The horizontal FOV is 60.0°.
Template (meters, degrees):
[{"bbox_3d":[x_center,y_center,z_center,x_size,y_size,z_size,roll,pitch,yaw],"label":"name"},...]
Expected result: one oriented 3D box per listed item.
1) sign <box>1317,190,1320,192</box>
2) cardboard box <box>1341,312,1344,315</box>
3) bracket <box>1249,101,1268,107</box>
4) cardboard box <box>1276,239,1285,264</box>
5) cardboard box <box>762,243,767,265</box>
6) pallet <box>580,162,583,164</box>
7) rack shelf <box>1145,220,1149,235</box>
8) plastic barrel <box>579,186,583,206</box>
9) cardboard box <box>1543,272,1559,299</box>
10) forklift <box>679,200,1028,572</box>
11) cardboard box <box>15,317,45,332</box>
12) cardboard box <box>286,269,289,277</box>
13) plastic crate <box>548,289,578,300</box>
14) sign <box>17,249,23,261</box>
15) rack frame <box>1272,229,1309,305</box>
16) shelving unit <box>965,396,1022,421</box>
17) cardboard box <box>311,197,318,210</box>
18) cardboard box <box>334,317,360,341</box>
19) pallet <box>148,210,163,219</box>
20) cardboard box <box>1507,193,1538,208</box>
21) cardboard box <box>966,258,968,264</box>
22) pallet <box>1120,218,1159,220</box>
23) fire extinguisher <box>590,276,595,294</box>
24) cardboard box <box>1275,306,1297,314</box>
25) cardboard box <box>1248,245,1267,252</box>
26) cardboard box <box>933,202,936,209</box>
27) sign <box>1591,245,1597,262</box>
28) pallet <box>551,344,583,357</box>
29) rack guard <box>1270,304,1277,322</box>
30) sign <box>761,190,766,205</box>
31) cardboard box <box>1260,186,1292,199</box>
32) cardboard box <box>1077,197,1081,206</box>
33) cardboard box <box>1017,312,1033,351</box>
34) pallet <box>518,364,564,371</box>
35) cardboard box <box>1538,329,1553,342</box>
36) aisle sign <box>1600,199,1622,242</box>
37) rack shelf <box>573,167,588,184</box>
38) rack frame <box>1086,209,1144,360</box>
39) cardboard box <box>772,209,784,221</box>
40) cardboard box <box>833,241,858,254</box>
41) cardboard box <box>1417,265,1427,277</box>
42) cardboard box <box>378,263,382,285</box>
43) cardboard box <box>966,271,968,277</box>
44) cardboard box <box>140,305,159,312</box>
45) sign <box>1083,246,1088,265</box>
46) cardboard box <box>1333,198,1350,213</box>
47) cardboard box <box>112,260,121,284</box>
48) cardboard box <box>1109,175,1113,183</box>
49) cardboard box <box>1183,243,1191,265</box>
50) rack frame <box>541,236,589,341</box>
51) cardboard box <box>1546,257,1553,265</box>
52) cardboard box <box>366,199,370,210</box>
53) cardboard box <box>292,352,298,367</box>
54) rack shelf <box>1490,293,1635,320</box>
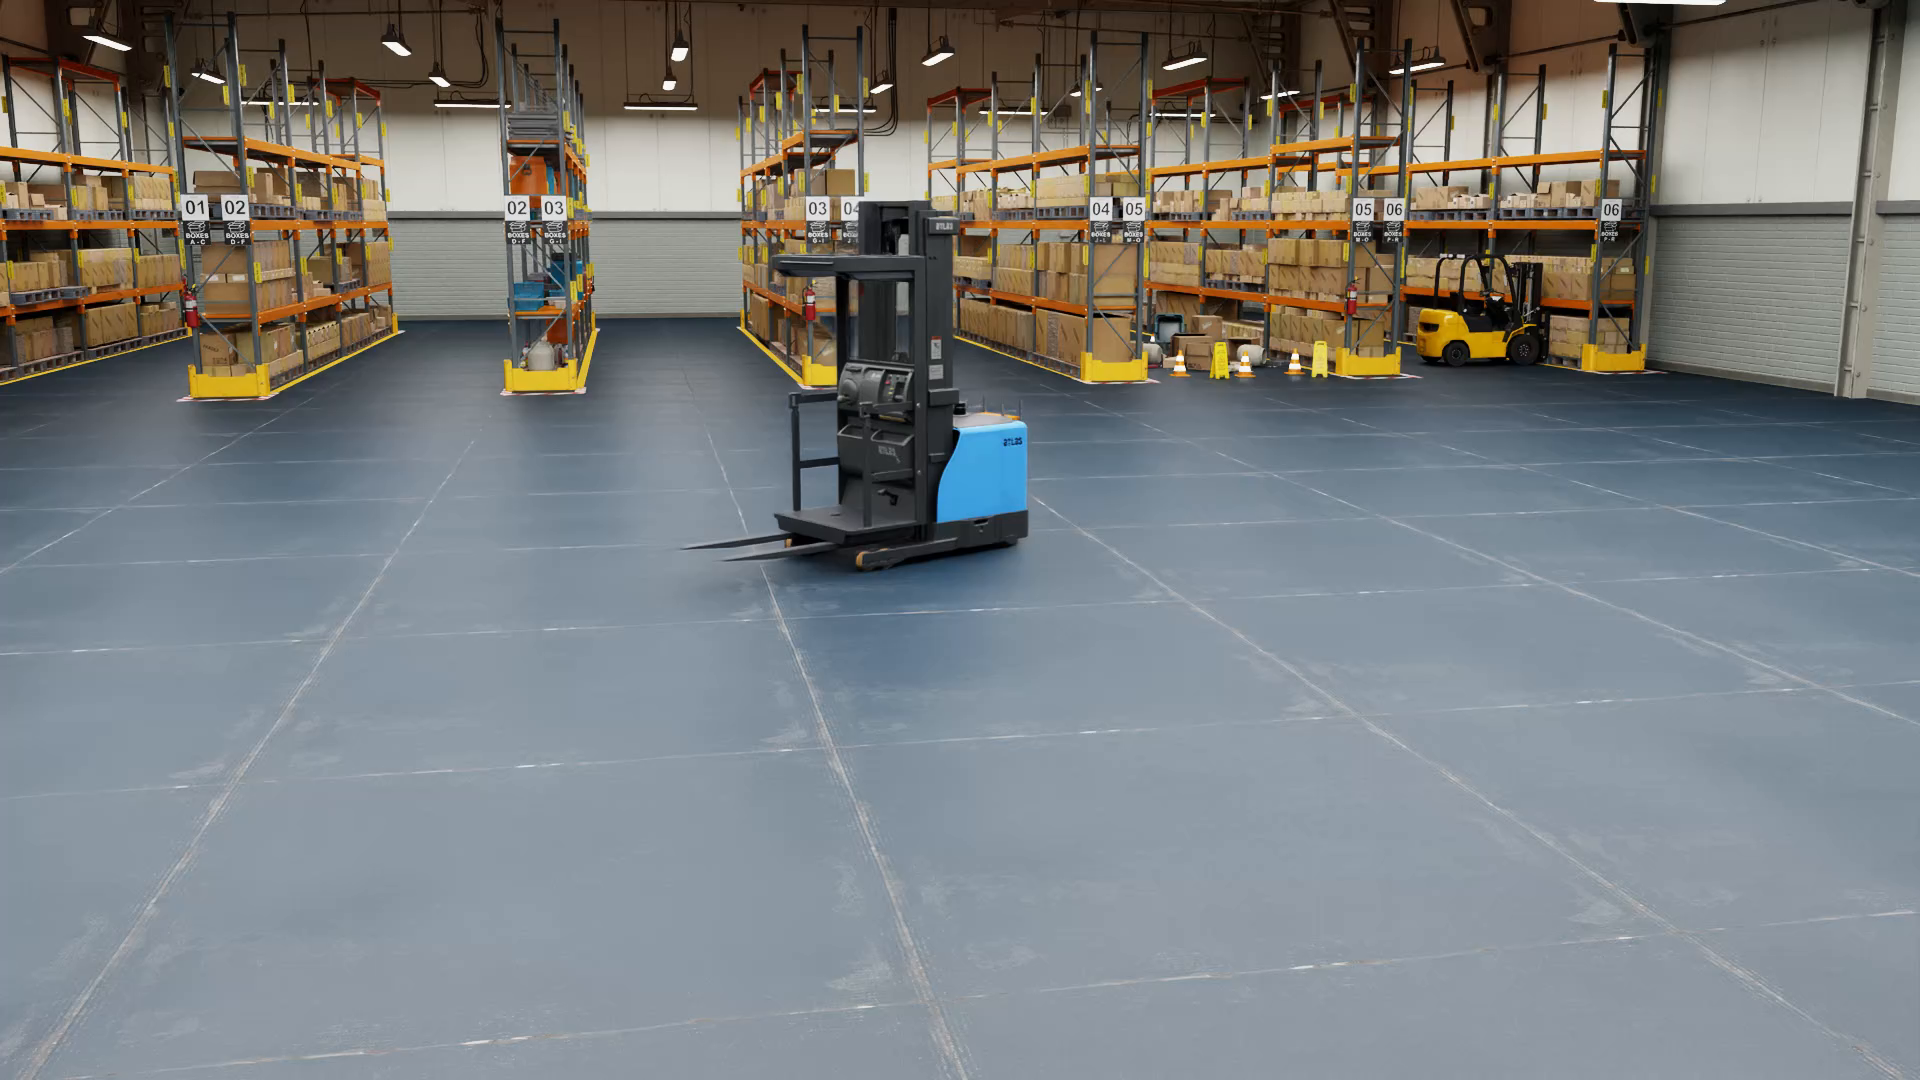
[{"bbox_3d":[7.340,-7.024,34.173,0.100,0.325,0.005,-2,11,-11],"label":"sign"},{"bbox_3d":[9.995,-5.805,42.737,0.500,0.500,0.500,-2,11,-9],"label":"cardboard box"},{"bbox_3d":[8.731,-13.476,51.803,0.076,0.066,5.218,-2,11,-11],"label":"bracket"},{"bbox_3d":[6.760,-5.779,33.298,0.700,0.500,0.500,-2,11,-11],"label":"cardboard box"},{"bbox_3d":[-4.213,-6.681,38.826,0.797,0.503,0.637,-2,11,-10],"label":"cardboard box"},{"bbox_3d":[-9.135,-8.709,37.962,1.003,0.211,1.213,-2,11,-11],"label":"pallet"},{"bbox_3d":[4.864,-8.230,43.814,1.077,0.370,4.000,-2,11,-11],"label":"rack shelf"},{"bbox_3d":[-8.950,-7.814,38.082,0.600,0.588,0.600,0,11,0],"label":"plastic barrel"},{"bbox_3d":[11.910,-5.042,32.898,0.500,0.500,0.500,-2,11,-12],"label":"cardboard box"},{"bbox_3d":[-0.859,-1.295,13.663,3.031,2.935,1.130,-9,14,-39],"label":"forklift"},{"bbox_3d":[-17.921,-4.134,31.895,0.500,0.250,0.500,-2,11,-11],"label":"cardboard box"},{"bbox_3d":[-12.267,-4.788,29.827,0.380,0.149,0.250,-2,11,-13],"label":"cardboard box"},{"bbox_3d":[-7.289,-4.469,30.550,0.499,0.251,0.616,-2,11,-11],"label":"plastic crate"},{"bbox_3d":[-18.810,-5.656,33.295,0.100,0.325,0.005,-2,11,-11],"label":"sign"},{"bbox_3d":[9.343,-7.657,46.906,1.000,3.000,0.127,-2,11,-11],"label":"rack frame"},{"bbox_3d":[0.300,-0.669,15.003,0.258,1.200,0.503,-9,14,-40],"label":"shelving unit"},{"bbox_3d":[-13.145,-6.719,33.229,0.500,0.250,0.500,-2,11,-9],"label":"cardboard box"},{"bbox_3d":[-13.522,-4.655,36.638,0.500,0.500,0.500,-3,11,-13],"label":"cardboard box"},{"bbox_3d":[-19.427,-7.646,39.058,1.003,0.211,1.213,-2,11,-11],"label":"pallet"},{"bbox_3d":[11.600,-6.980,34.174,0.500,0.311,0.500,-2,11,-10],"label":"cardboard box"},{"bbox_3d":[0.351,-6.544,39.013,0.380,0.149,0.250,-2,11,-9],"label":"cardboard box"},{"bbox_3d":[4.870,-8.546,43.791,1.003,0.211,1.213,-2,11,-11],"label":"pallet"},{"bbox_3d":[-9.688,-6.759,43.389,0.296,0.674,0.183,-2,11,-11],"label":"fire extinguisher"},{"bbox_3d":[6.624,-4.675,33.726,0.380,0.149,0.250,-2,11,-10],"label":"cardboard box"},{"bbox_3d":[6.351,-6.198,35.317,0.380,0.149,0.250,-2,11,-13],"label":"cardboard box"},{"bbox_3d":[-0.428,-8.738,43.622,0.500,0.250,0.500,-2,11,-12],"label":"cardboard box"},{"bbox_3d":[11.920,-5.391,31.268,0.100,0.325,0.005,-2,11,-11],"label":"sign"},{"bbox_3d":[-8.436,-3.955,34.912,1.003,0.211,1.213,-2,11,-11],"label":"pallet"},{"bbox_3d":[9.358,-6.416,47.066,1.175,0.500,0.348,-2,11,-11],"label":"rack guard"},{"bbox_3d":[-4.236,-7.396,35.917,0.100,0.325,0.005,-2,11,-11],"label":"sign"},{"bbox_3d":[6.571,-7.229,34.572,0.500,0.250,0.500,-2,11,-10],"label":"cardboard box"},{"bbox_3d":[2.306,-6.044,29.686,0.380,0.149,0.250,-2,11,-11],"label":"cardboard box"},{"bbox_3d":[1.764,-4.289,34.100,1.050,0.750,0.750,-2,11,-11],"label":"cardboard box"},{"bbox_3d":[-7.440,-3.016,29.979,1.003,0.211,1.213,-2,11,-11],"label":"pallet"},{"bbox_3d":[11.846,-4.088,33.048,0.500,0.250,0.500,-2,11,-12],"label":"cardboard box"},{"bbox_3d":[12.180,-5.977,31.126,0.394,0.787,0.004,-2,11,-11],"label":"aisle sign"},{"bbox_3d":[-9.715,-8.966,40.731,1.077,0.370,4.000,-2,11,-11],"label":"rack shelf"},{"bbox_3d":[2.751,-4.343,29.493,1.000,3.000,0.127,-2,11,-11],"label":"rack frame"},{"bbox_3d":[-3.639,-6.765,34.596,0.500,0.250,0.500,-2,11,-10],"label":"cardboard box"},{"bbox_3d":[-1.974,-4.979,29.094,0.500,0.500,0.500,-2,11,-11],"label":"cardboard box"},{"bbox_3d":[10.842,-6.180,38.207,0.500,0.250,0.500,-2,11,-9],"label":"cardboard box"},{"bbox_3d":[-14.316,-6.454,40.316,0.500,0.500,0.500,-2,11,-12],"label":"cardboard box"},{"bbox_3d":[0.348,-6.252,39.073,0.380,0.149,0.250,-3,11,-14],"label":"cardboard box"},{"bbox_3d":[-19.078,-5.445,39.109,0.380,0.149,0.250,-2,11,-13],"label":"cardboard box"},{"bbox_3d":[2.216,-5.011,29.273,0.100,0.325,0.005,-2,11,-11],"label":"sign"},{"bbox_3d":[7.223,-6.172,30.684,0.500,0.250,0.500,-2,11,-12],"label":"cardboard box"},{"bbox_3d":[-18.509,-5.786,35.956,0.500,0.500,0.500,-2,11,-11],"label":"cardboard box"},{"bbox_3d":[2.900,-6.506,29.984,0.380,0.149,0.250,-2,11,-12],"label":"cardboard box"},{"bbox_3d":[5.566,-6.728,39.083,0.500,0.500,0.500,-2,11,-10],"label":"cardboard box"},{"bbox_3d":[-9.326,-6.202,39.260,1.000,3.000,0.127,-2,11,-11],"label":"rack frame"},{"bbox_3d":[11.832,-5.525,32.906,0.380,0.149,0.250,-2,11,-10],"label":"cardboard box"},{"bbox_3d":[-14.136,-7.858,39.001,0.500,0.250,0.500,-2,11,-11],"label":"cardboard box"},{"bbox_3d":[-12.238,-3.242,29.937,0.500,0.250,0.500,-2,11,-11],"label":"cardboard box"},{"bbox_3d":[12.066,-4.736,33.483,1.077,0.370,4.000,-2,11,-11],"label":"rack shelf"}]
